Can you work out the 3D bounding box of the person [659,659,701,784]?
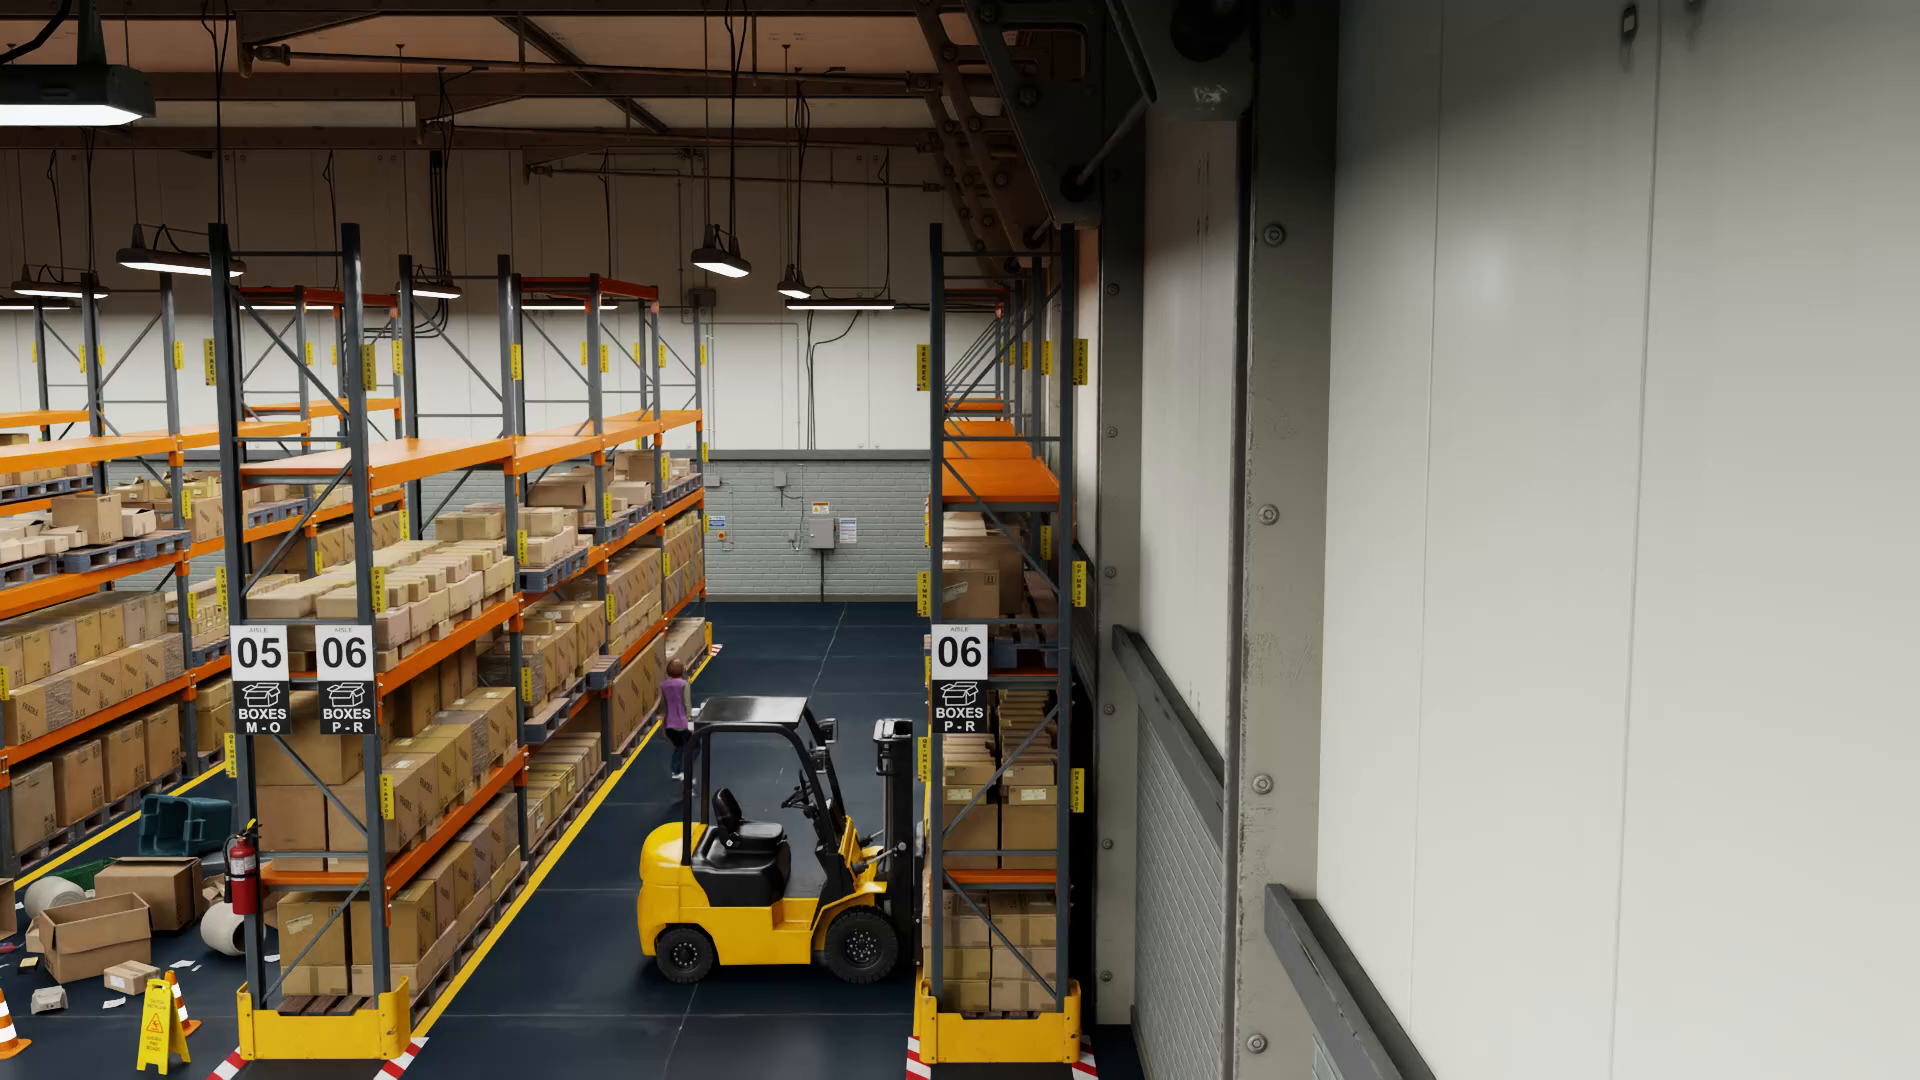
[{"bbox_3d":[-3.191,2.050,18.855,0.456,1.421,0.475,1,7,9],"label":"person"}]
